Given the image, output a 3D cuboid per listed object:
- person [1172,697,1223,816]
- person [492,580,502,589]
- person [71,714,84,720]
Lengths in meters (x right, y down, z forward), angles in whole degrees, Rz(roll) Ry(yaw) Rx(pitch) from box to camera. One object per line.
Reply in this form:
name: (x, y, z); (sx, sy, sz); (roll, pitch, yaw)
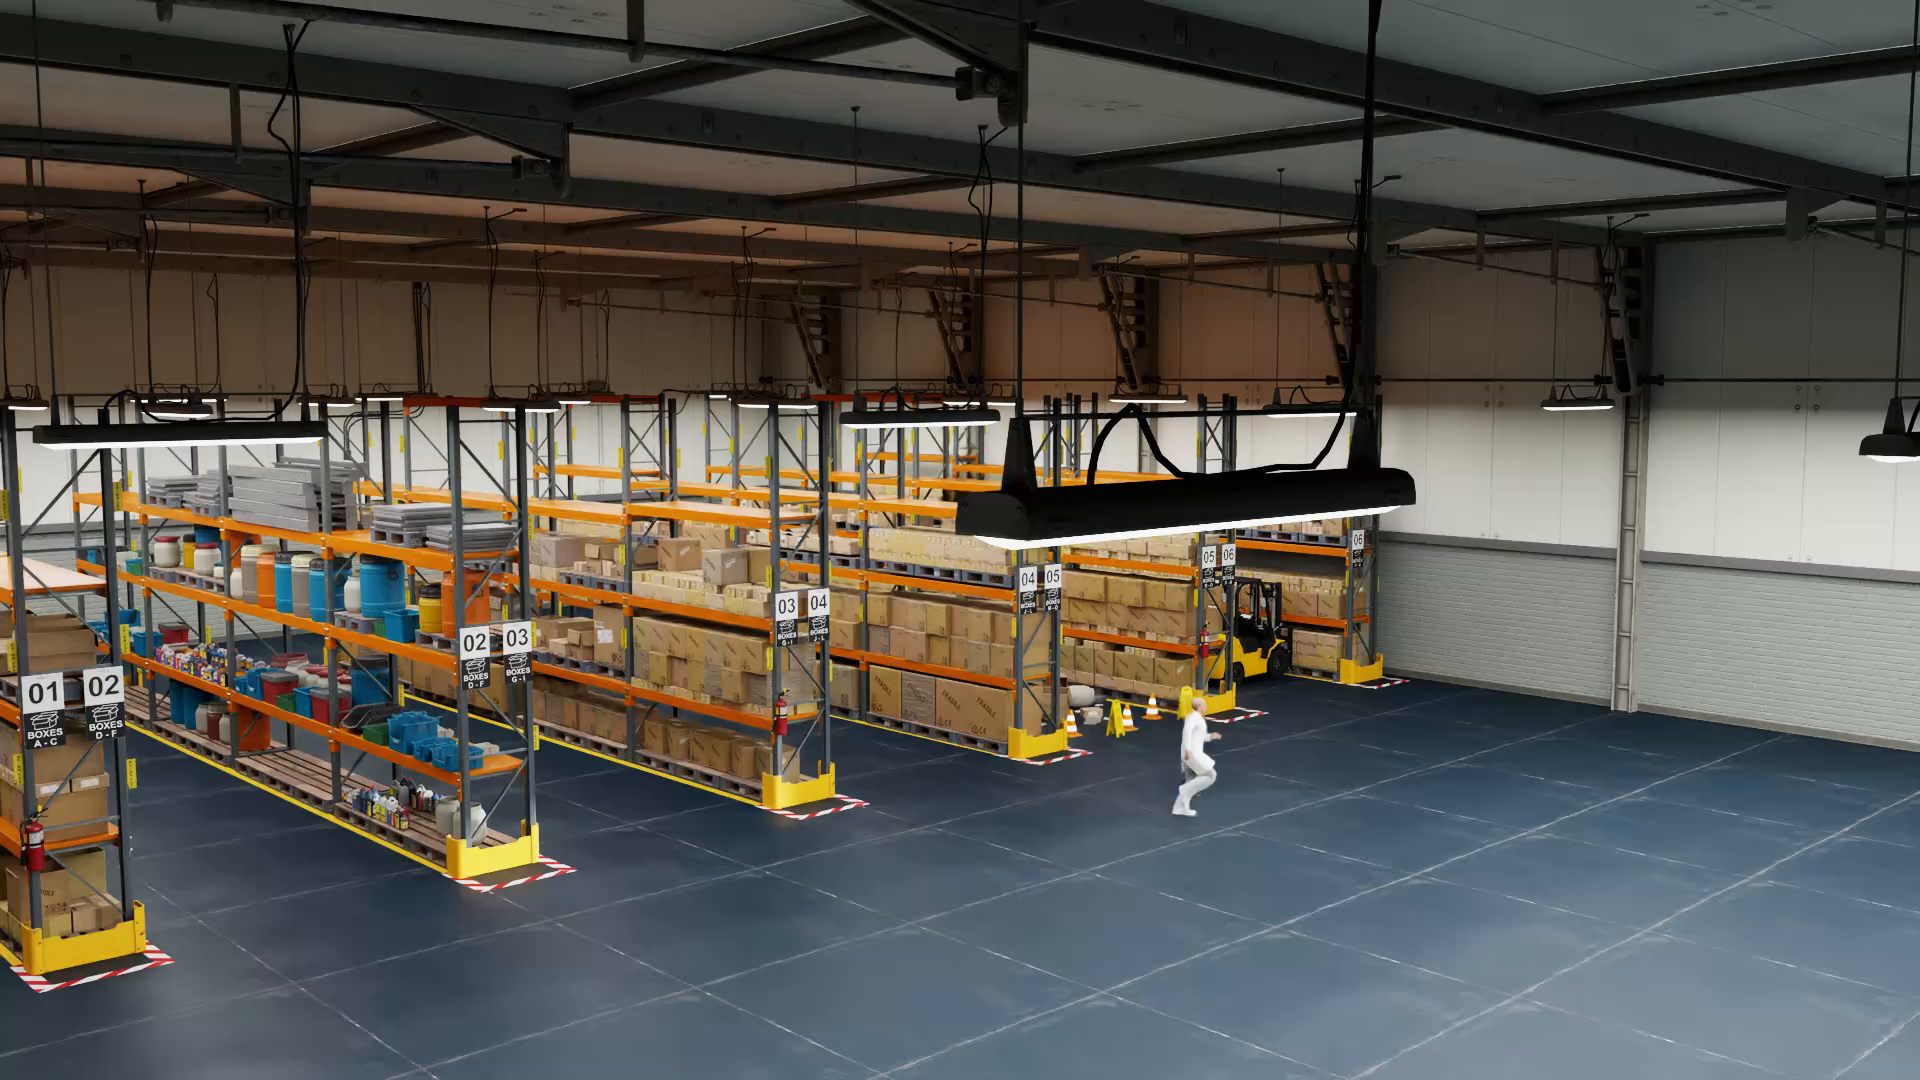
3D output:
person: (3.444, 3.139, 24.089); (0.754, 1.729, 0.758); (0, 6, -4)
person: (-10.830, 1.724, 38.642); (0.718, 1.766, 0.840); (0, 6, -3)
person: (-14.202, 2.978, 26.387); (0.590, 1.640, 0.720); (-5, 8, -43)
